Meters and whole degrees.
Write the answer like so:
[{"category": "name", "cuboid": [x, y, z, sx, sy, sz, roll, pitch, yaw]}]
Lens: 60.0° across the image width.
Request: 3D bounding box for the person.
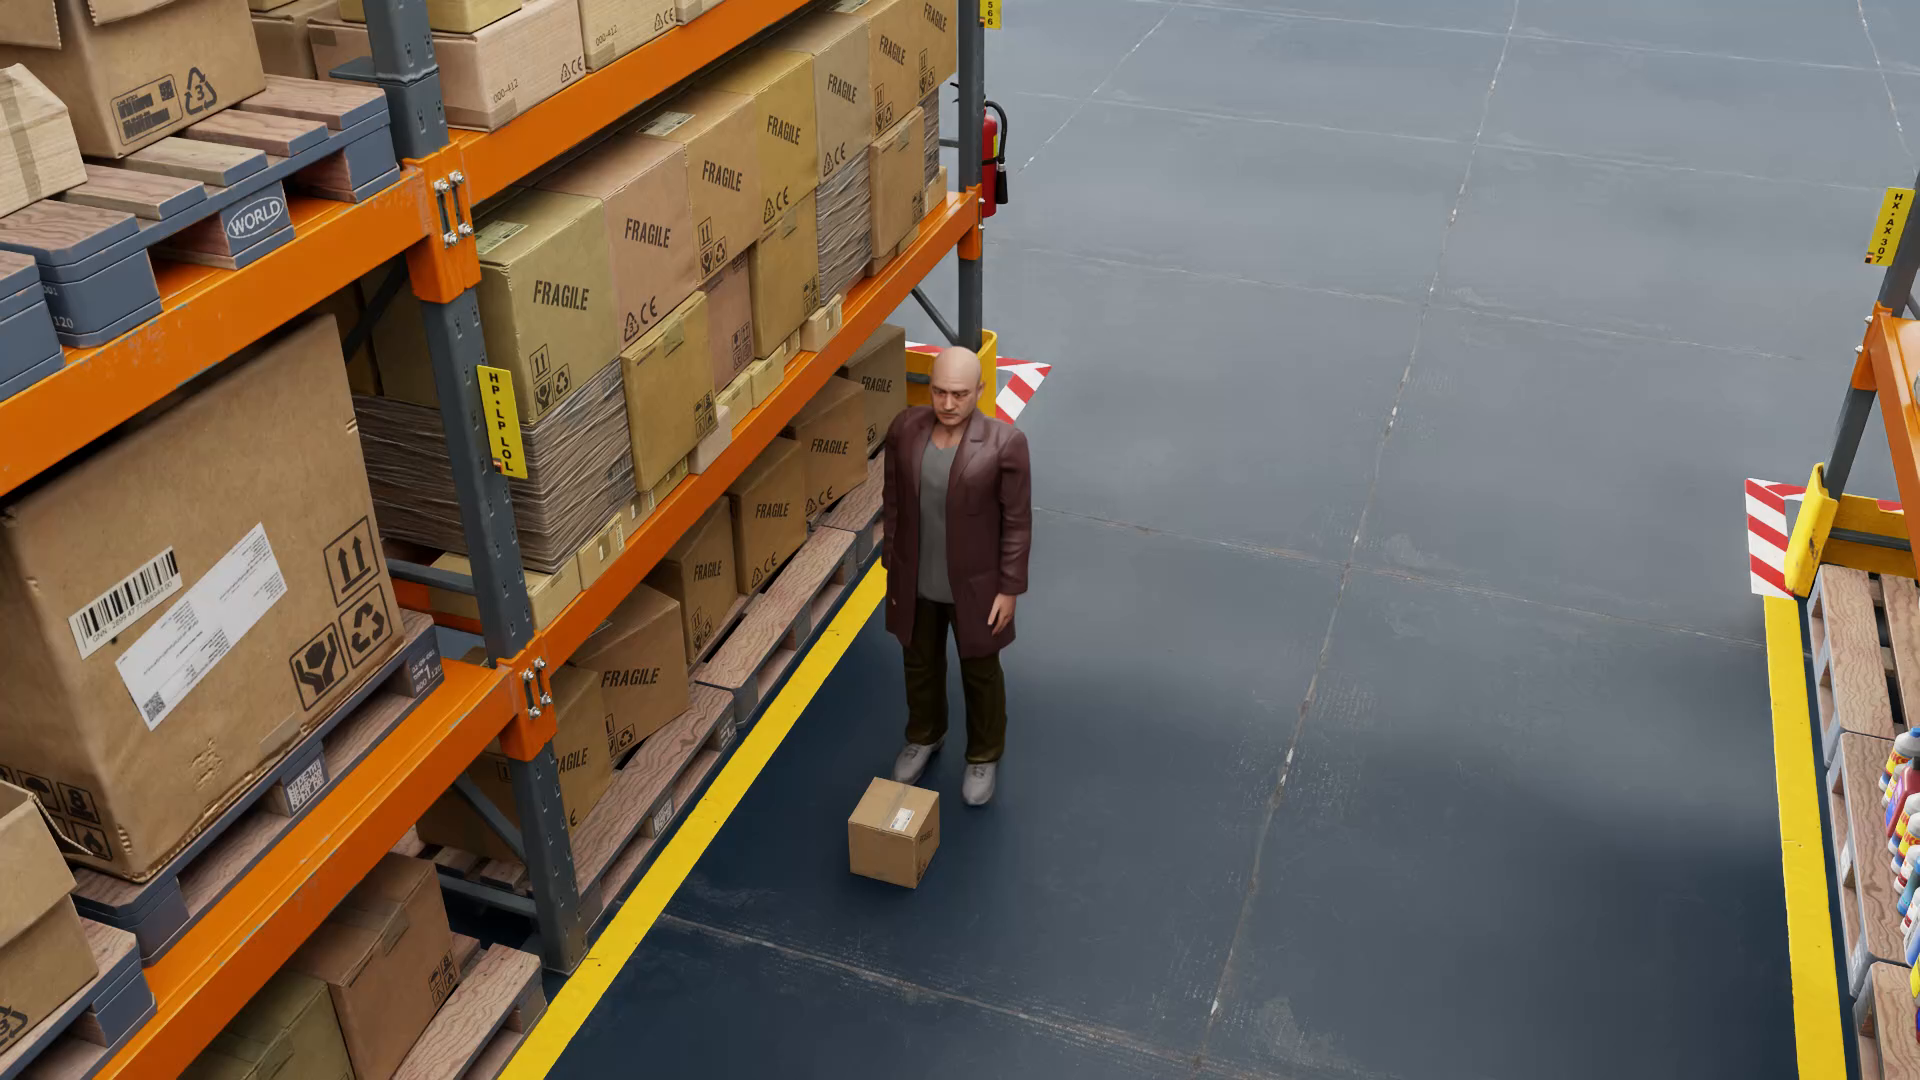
[{"category": "person", "cuboid": [-0.025, 0.144, 5.934, 0.562, 1.786, 0.388, 13, 35, 19]}]
